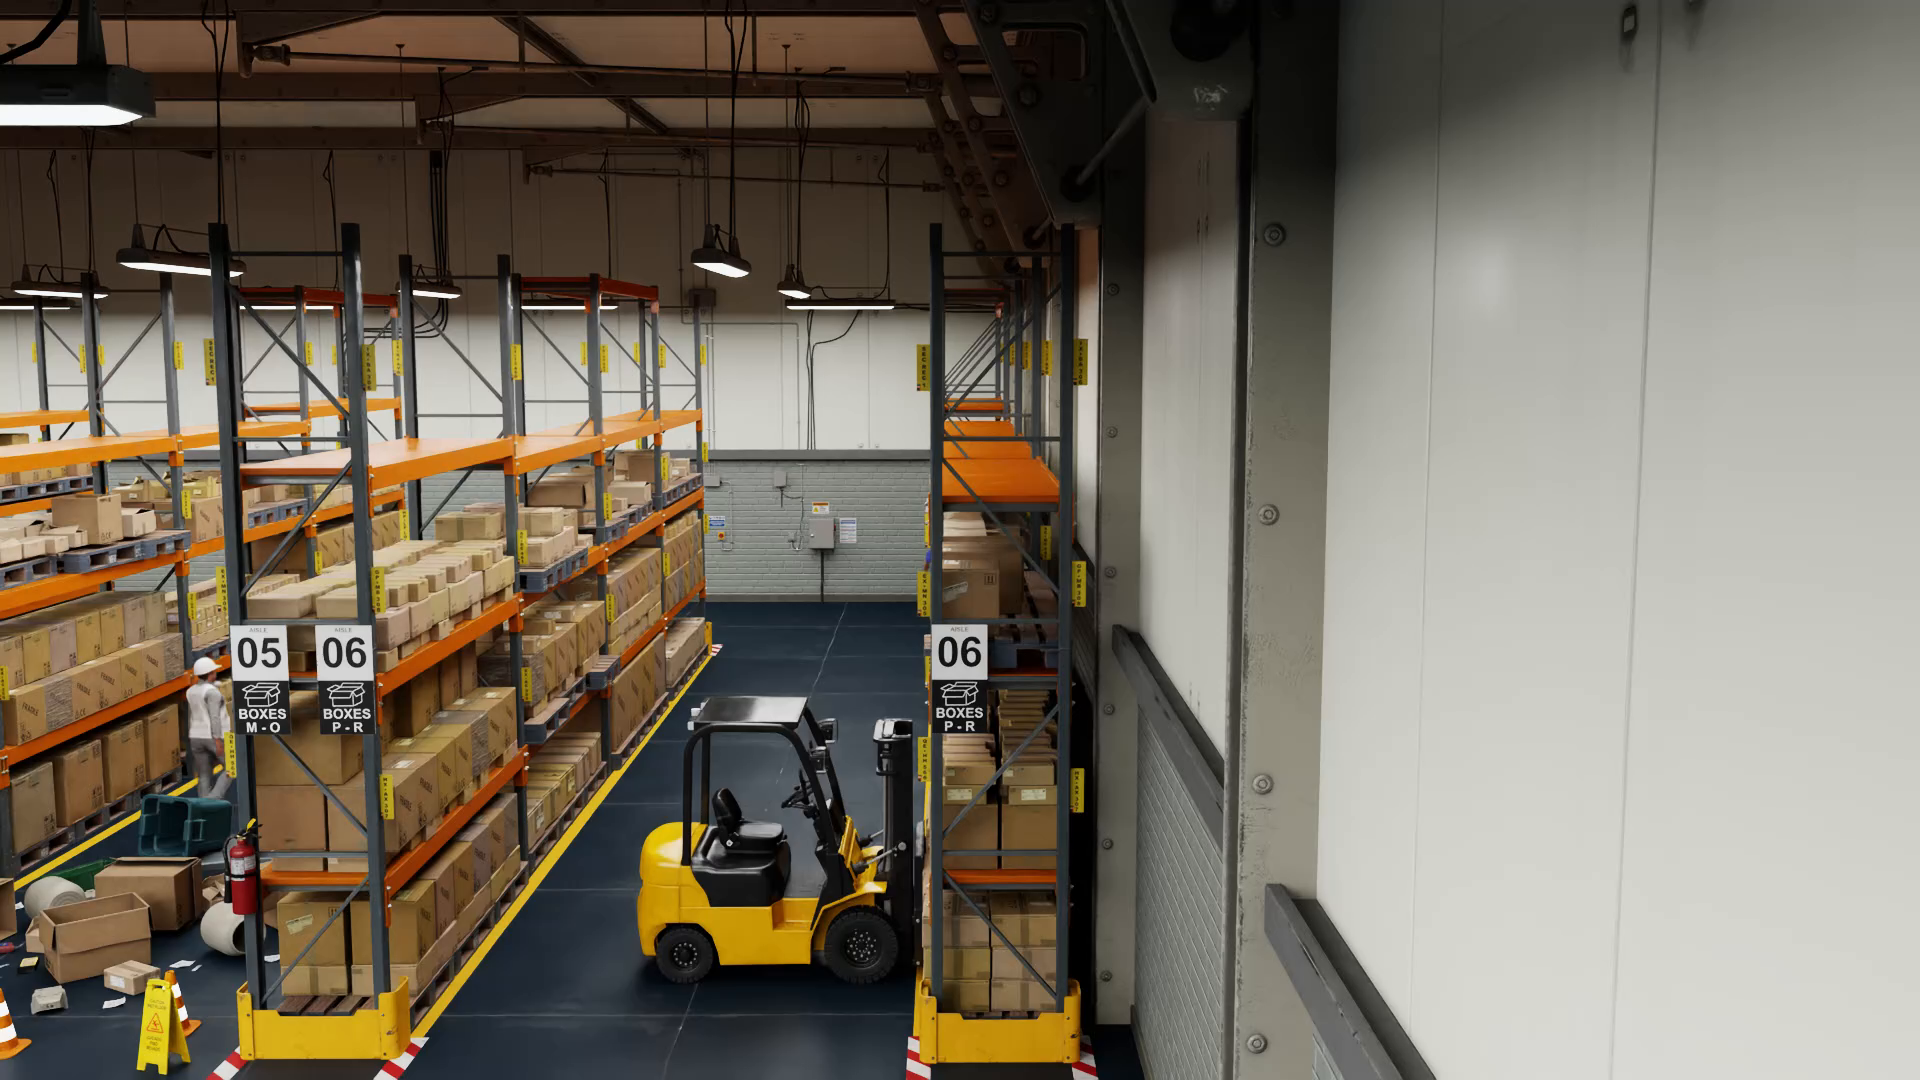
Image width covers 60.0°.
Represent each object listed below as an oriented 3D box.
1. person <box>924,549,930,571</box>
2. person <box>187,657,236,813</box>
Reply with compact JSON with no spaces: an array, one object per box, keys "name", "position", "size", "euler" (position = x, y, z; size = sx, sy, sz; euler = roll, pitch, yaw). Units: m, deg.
[{"name":"person","position":[-0.433,0.698,31.305],"size":[0.467,1.611,0.911],"euler":[2,7,20]},{"name":"person","position":[-8.211,2.169,18.163],"size":[0.577,1.763,0.488],"euler":[1,7,10]}]
